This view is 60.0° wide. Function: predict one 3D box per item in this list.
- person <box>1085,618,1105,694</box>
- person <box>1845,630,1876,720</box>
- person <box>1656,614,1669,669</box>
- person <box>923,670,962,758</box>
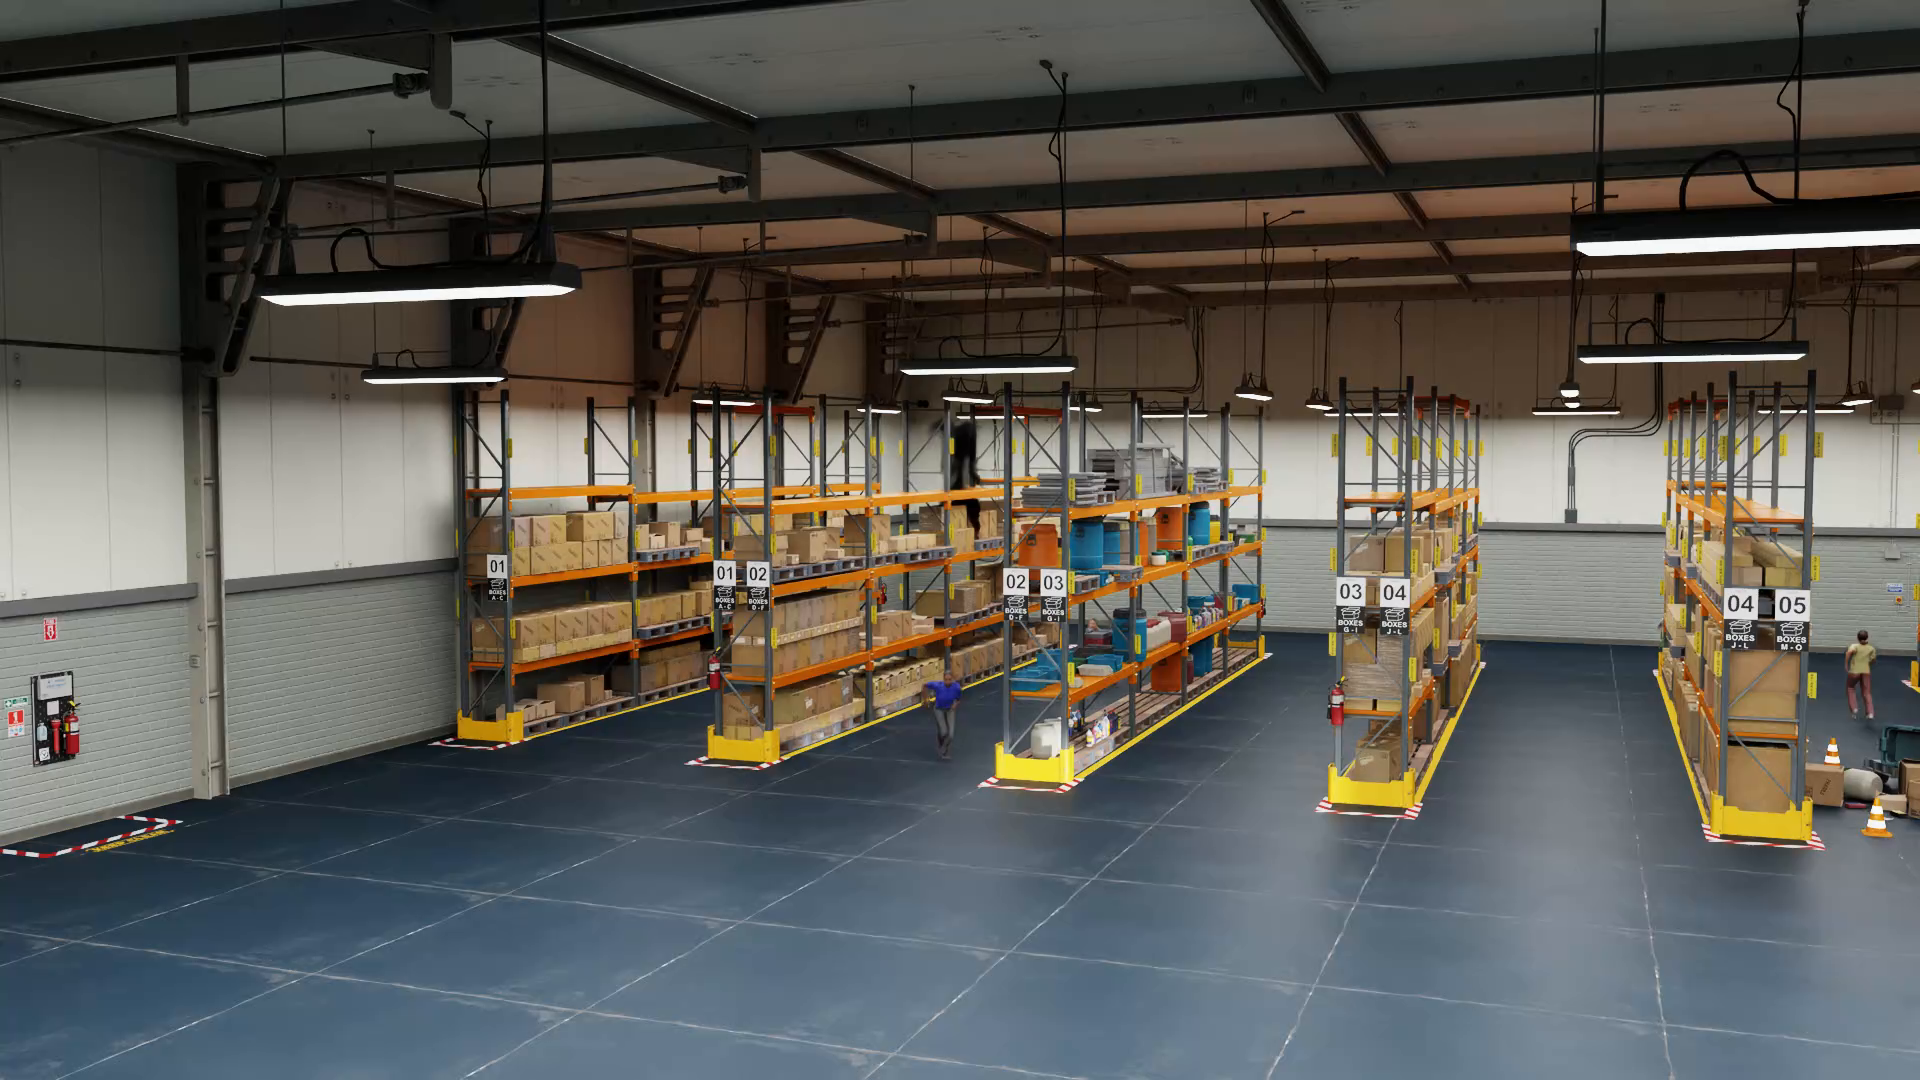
[{"bbox_3d":[2.719,2.360,33.754,0.591,1.573,0.732,1,3,17],"label":"person"},{"bbox_3d":[16.452,2.497,30.389,0.579,1.693,0.846,1,3,14],"label":"person"},{"bbox_3d":[16.149,2.083,37.567,0.648,1.736,0.657,0,3,-4],"label":"person"},{"bbox_3d":[-0.281,2.795,26.606,0.603,1.486,0.855,-1,3,-12],"label":"person"}]
